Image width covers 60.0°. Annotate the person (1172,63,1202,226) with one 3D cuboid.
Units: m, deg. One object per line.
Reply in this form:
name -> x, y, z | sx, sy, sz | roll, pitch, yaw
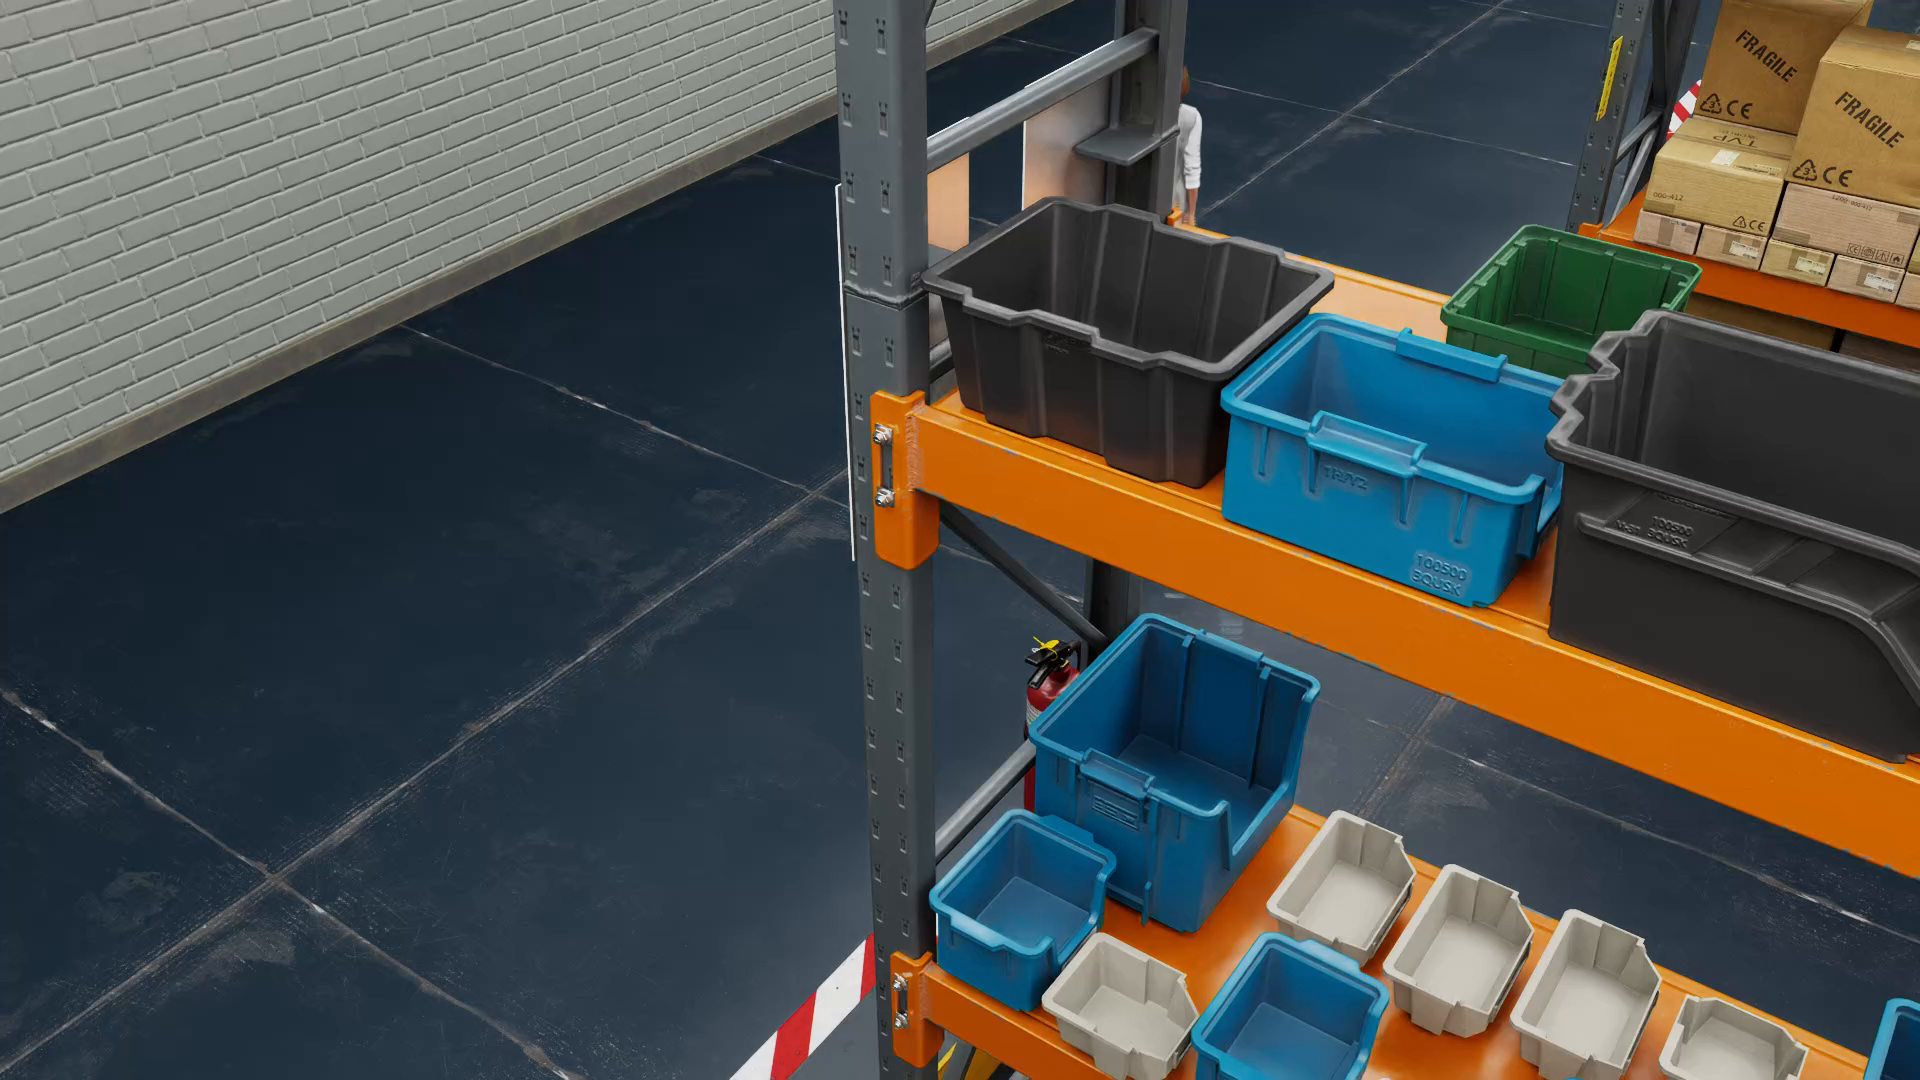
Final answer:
person -> 1.021, -1.748, 8.636 | 0.419, 1.549, 0.896 | 1, 35, 2
